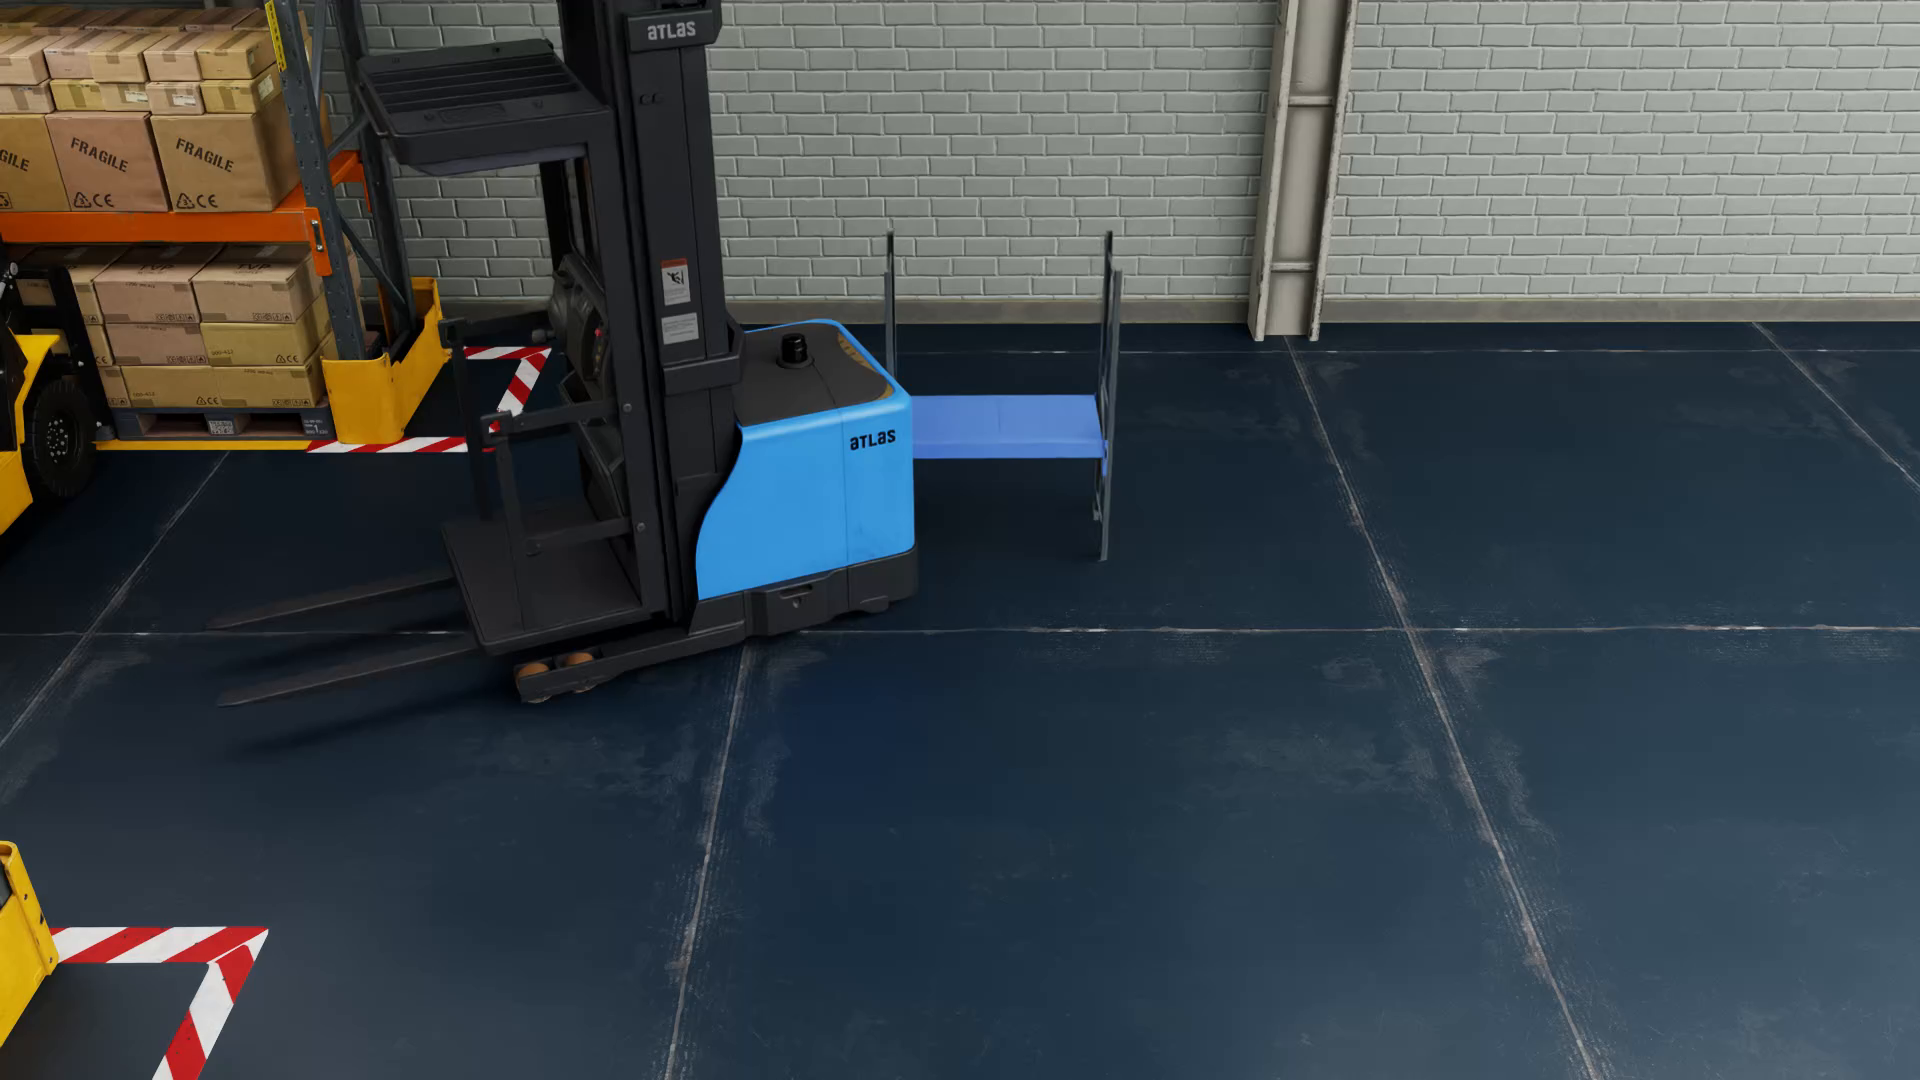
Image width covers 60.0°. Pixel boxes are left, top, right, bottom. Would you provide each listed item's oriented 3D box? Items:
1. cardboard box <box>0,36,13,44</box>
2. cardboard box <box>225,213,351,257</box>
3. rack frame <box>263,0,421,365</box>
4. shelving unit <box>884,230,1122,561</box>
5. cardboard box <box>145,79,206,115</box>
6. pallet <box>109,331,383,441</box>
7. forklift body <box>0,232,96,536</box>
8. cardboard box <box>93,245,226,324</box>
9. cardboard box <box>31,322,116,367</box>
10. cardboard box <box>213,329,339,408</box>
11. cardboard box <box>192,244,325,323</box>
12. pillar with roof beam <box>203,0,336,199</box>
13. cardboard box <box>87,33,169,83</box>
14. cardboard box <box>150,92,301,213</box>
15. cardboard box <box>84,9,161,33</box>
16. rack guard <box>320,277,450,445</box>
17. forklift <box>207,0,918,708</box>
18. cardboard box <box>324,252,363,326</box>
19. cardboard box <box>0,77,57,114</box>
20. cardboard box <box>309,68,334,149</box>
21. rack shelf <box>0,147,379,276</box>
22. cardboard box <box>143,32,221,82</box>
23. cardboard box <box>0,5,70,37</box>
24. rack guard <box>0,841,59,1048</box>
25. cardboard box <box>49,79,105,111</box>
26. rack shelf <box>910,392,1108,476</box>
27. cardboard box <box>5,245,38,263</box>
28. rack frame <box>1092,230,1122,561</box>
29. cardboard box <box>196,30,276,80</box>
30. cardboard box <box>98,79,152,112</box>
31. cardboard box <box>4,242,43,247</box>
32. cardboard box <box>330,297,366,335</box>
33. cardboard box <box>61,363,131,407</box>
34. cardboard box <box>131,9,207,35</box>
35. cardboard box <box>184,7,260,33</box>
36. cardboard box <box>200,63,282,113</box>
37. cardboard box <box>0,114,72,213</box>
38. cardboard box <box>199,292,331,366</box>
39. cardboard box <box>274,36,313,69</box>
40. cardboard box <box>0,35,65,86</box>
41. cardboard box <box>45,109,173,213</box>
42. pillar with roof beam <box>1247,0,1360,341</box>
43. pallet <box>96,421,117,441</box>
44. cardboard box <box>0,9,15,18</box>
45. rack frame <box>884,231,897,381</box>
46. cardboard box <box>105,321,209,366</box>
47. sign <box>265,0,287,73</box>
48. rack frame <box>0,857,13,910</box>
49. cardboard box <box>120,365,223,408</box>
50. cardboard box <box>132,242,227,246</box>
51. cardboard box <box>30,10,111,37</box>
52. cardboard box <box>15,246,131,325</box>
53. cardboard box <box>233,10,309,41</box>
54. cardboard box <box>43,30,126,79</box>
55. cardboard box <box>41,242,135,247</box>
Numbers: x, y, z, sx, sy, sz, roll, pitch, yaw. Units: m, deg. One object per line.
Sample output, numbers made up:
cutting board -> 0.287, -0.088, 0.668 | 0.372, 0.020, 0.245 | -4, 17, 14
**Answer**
cardboard box -> -4.915, -2.391, 8.290 | 0.250, 0.149, 0.380 | 0, 31, 1
cardboard box -> -3.764, -1.638, 9.340 | 0.500, 0.250, 0.500 | -1, 31, -1
rack frame -> -3.282, -2.110, 8.835 | 0.127, 3.000, 1.000 | 0, 31, 0
shelving unit -> 0.187, -0.667, 7.903 | 1.048, 1.500, 0.538 | 0, 31, -1
cardboard box -> -3.883, -2.267, 8.373 | 0.250, 0.149, 0.380 | 0, 31, 0
pallet -> -4.047, -0.893, 9.519 | 1.213, 0.211, 1.003 | 0, 31, 0
forklift body -> -5.167, -0.795, 7.486 | 1.214, 2.155, 2.313 | 0, 31, 0
cardboard box -> -4.251, -1.373, 8.904 | 0.500, 0.250, 0.500 | 0, 31, 1
cardboard box -> -4.785, -1.155, 9.026 | 0.500, 0.250, 0.500 | -1, 31, -1
cardboard box -> -3.750, -0.948, 9.167 | 0.500, 0.250, 0.500 | 0, 31, 0
cardboard box -> -3.741, -1.378, 8.911 | 0.500, 0.250, 0.500 | 1, 31, 1
pillar with roof beam -> -3.958, -2.907, 4.366 | 0.400, 9.000, 9.100 | 0, 31, 0
cardboard box -> -4.147, -2.415, 8.330 | 0.250, 0.149, 0.380 | 0, 31, 1
cardboard box -> -3.773, -2.015, 8.582 | 0.500, 0.500, 0.500 | -1, 31, -1
cardboard box -> -4.393, -2.682, 8.771 | 0.250, 0.149, 0.380 | 0, 31, 0
rack guard -> -3.258, -1.041, 9.484 | 0.348, 0.500, 1.175 | 0, 31, 0
forklift -> -1.757, -0.870, 6.858 | 3.031, 2.935, 1.130 | -13, 34, -21
cardboard box -> -3.754, -1.434, 9.485 | 0.500, 0.250, 0.500 | 0, 31, 1
cardboard box -> -4.657, -2.278, 8.391 | 0.250, 0.149, 0.380 | -1, 31, -2
cardboard box -> -3.779, -2.295, 9.044 | 0.500, 0.500, 0.500 | 1, 31, 1
rack shelf -> -5.282, -1.796, 9.012 | 4.000, 0.370, 1.077 | 0, 31, 0
cardboard box -> -3.886, -2.430, 8.354 | 0.250, 0.149, 0.380 | 0, 31, 0
cardboard box -> -4.919, -2.719, 8.831 | 0.250, 0.149, 0.380 | -1, 31, -1
rack guard -> -3.324, 1.534, 5.240 | 0.348, 0.500, 1.175 | 0, 31, 0
cardboard box -> -4.390, -2.303, 8.433 | 0.250, 0.149, 0.380 | 0, 31, -1
rack shelf -> 0.187, -0.513, 7.996 | 1.000, 0.185, 0.538 | 0, 31, -1
cardboard box -> -5.263, -1.369, 8.896 | 0.500, 0.250, 0.500 | -1, 31, -1
rack frame -> 0.696, -0.670, 7.908 | 0.032, 1.500, 0.500 | 0, 31, -1
cardboard box -> -3.639, -2.447, 8.382 | 0.250, 0.149, 0.380 | 0, 31, 0
cardboard box -> -4.142, -2.298, 8.424 | 0.250, 0.149, 0.380 | 0, 31, 1
cardboard box -> -5.276, -1.640, 9.344 | 0.500, 0.250, 0.500 | -1, 31, -1
cardboard box -> -3.774, -1.214, 9.604 | 0.500, 0.250, 0.500 | 0, 31, 0
cardboard box -> -4.748, -0.955, 9.178 | 0.500, 0.250, 0.500 | 0, 31, 0
cardboard box -> -4.145, -2.675, 8.759 | 0.250, 0.149, 0.380 | 0, 31, 1
cardboard box -> -3.886, -2.698, 8.797 | 0.250, 0.149, 0.380 | 1, 31, 1
cardboard box -> -3.627, -2.283, 8.400 | 0.250, 0.149, 0.380 | 0, 31, 0
cardboard box -> -4.804, -2.016, 8.585 | 0.500, 0.500, 0.500 | -1, 31, -1
cardboard box -> -3.767, -1.164, 9.040 | 0.500, 0.250, 0.500 | -1, 31, -1
cardboard box -> -3.623, -2.563, 8.861 | 0.250, 0.149, 0.380 | -1, 31, -2
cardboard box -> -4.656, -2.394, 8.296 | 0.250, 0.149, 0.380 | 1, 31, 1
cardboard box -> -4.292, -2.018, 8.588 | 0.500, 0.500, 0.500 | 1, 31, 1
pillar with roof beam -> 2.042, -2.926, 4.397 | 0.400, 9.000, 9.100 | 0, 31, 0
pallet -> -5.264, -0.891, 9.515 | 1.213, 0.211, 1.003 | 0, 31, 0
cardboard box -> -5.166, -2.677, 8.761 | 0.250, 0.149, 0.380 | 0, 31, 0
rack frame -> -0.321, -0.664, 7.898 | 0.032, 1.500, 0.500 | 0, 31, -1
cardboard box -> -4.269, -1.168, 9.047 | 0.500, 0.250, 0.500 | 0, 31, -1
sign -> -3.293, -2.425, 8.010 | 0.005, 0.325, 0.100 | 0, 31, 0
rack frame -> -3.248, 0.465, 4.592 | 0.127, 3.000, 1.000 | 0, 31, 0
cardboard box -> -4.247, -0.952, 9.173 | 0.500, 0.250, 0.500 | 0, 31, 0
cardboard box -> -4.264, -1.634, 9.334 | 0.500, 0.250, 0.500 | 0, 31, 0
cardboard box -> -4.656, -2.668, 8.748 | 0.250, 0.149, 0.380 | 1, 31, 1
cardboard box -> -4.756, -1.367, 8.893 | 0.500, 0.250, 0.500 | 0, 31, 0
cardboard box -> -3.619, -2.667, 8.745 | 0.250, 0.149, 0.380 | -1, 31, -1
cardboard box -> -4.396, -2.453, 8.392 | 0.250, 0.149, 0.380 | 0, 31, 0
cardboard box -> -4.764, -1.638, 9.341 | 0.500, 0.250, 0.500 | 0, 31, -1
